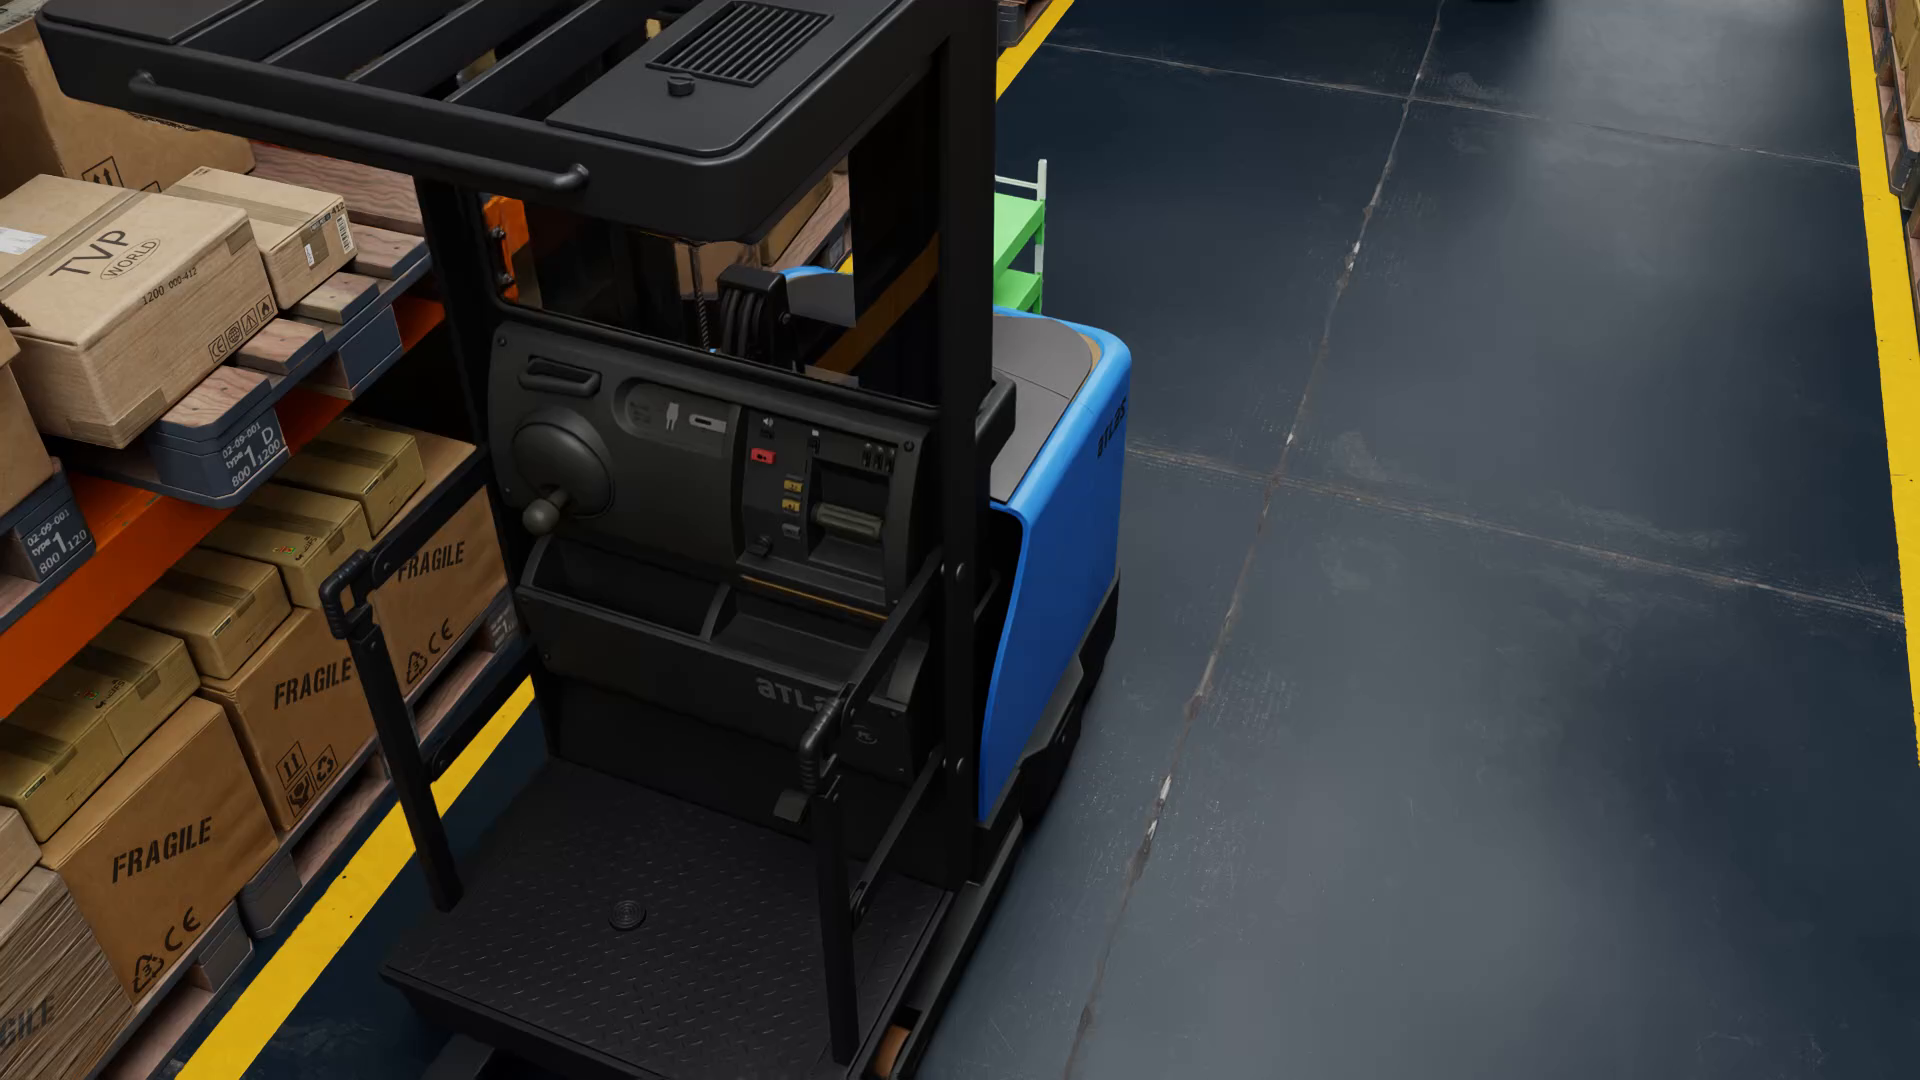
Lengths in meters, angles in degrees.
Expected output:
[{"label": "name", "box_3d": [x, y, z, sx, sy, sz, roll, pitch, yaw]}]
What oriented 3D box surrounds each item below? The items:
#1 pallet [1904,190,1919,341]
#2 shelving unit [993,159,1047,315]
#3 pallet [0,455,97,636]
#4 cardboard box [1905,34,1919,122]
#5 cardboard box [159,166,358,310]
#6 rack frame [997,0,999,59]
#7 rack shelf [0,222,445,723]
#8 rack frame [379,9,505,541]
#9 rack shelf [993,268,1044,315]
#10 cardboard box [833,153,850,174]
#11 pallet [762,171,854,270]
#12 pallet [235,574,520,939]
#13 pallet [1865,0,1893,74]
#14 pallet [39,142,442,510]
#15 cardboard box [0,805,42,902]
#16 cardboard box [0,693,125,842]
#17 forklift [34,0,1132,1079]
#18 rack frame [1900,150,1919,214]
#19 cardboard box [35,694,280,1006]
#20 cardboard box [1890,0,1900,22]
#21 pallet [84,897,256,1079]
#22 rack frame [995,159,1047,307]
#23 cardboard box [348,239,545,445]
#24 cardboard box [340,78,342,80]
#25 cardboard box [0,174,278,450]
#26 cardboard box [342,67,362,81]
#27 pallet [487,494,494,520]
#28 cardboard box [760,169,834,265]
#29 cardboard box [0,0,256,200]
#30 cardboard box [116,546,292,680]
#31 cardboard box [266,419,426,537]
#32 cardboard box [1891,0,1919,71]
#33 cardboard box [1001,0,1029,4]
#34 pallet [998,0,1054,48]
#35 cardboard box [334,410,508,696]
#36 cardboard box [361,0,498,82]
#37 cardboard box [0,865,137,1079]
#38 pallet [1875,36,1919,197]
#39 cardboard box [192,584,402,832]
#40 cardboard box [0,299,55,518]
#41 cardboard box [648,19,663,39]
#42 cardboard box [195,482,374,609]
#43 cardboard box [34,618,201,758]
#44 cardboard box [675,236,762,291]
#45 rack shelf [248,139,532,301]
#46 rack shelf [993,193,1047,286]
[{"label": "pallet", "box_3d": [4.092, -0.879, 6.117, 1.003, 0.211, 1.213, 13, 42, 15]}, {"label": "shelving unit", "box_3d": [0.035, -0.484, 4.893, 0.258, 1.200, 0.503, 15, 43, 17]}, {"label": "pallet", "box_3d": [-2.337, 0.186, 2.869, 1.003, 0.211, 1.213, 13, 42, 15]}, {"label": "cardboard box", "box_3d": [4.306, -1.949, 7.018, 0.500, 0.250, 0.500, 15, 43, 17]}, {"label": "cardboard box", "box_3d": [-1.541, -0.653, 3.574, 0.380, 0.149, 0.250, 14, 42, 16]}, {"label": "rack frame", "box_3d": [-0.309, -3.514, 7.058, 1.000, 3.000, 0.127, 13, 42, 15]}, {"label": "rack shelf", "box_3d": [-2.361, 0.419, 3.002, 1.077, 0.370, 4.000, 13, 42, 15]}, {"label": "rack frame", "box_3d": [-1.677, -1.074, 4.198, 1.000, 3.000, 0.127, 13, 42, 15]}, {"label": "rack shelf", "box_3d": [0.035, -0.618, 4.778, 0.258, 0.148, 0.480, 15, 43, 17]}, {"label": "cardboard box", "box_3d": [-0.749, -1.978, 6.764, 0.875, 0.625, 0.625, 13, 42, 15]}, {"label": "pallet", "box_3d": [-0.940, -1.249, 6.551, 1.003, 0.211, 1.213, 13, 42, 15]}, {"label": "pallet", "box_3d": [-1.968, 0.433, 4.579, 1.003, 0.211, 1.213, 13, 42, 15]}, {"label": "pallet", "box_3d": [4.969, -2.518, 8.039, 1.003, 0.211, 1.213, 13, 42, 15]}, {"label": "pallet", "box_3d": [-1.842, -0.572, 3.758, 1.213, 0.211, 1.003, 13, 42, 15]}, {"label": "cardboard box", "box_3d": [-2.087, 0.630, 3.303, 0.380, 0.149, 0.250, 11, 42, 13]}, {"label": "cardboard box", "box_3d": [-2.021, 0.455, 3.508, 0.380, 0.149, 0.250, 13, 42, 14]}, {"label": "forklift", "box_3d": [-0.589, -0.060, 3.062, 1.130, 2.935, 3.031, 15, 43, 17]}, {"label": "rack frame", "box_3d": [4.357, -2.415, 5.769, 1.000, 3.000, 0.127, 13, 42, 15]}, {"label": "cardboard box", "box_3d": [-1.977, 0.645, 3.785, 0.500, 0.500, 0.500, 15, 43, 17]}, {"label": "cardboard box", "box_3d": [4.657, -2.585, 7.764, 0.500, 0.250, 0.500, 14, 42, 16]}, {"label": "pallet", "box_3d": [-2.386, 1.175, 3.710, 1.003, 0.211, 1.213, 13, 42, 15]}, {"label": "rack frame", "box_3d": [0.130, -0.630, 5.064, 0.240, 1.200, 0.015, 15, 43, 17]}, {"label": "cardboard box", "box_3d": [-1.451, -0.708, 5.275, 0.875, 0.625, 0.625, 15, 43, 16]}, {"label": "cardboard box", "box_3d": [-1.763, -1.348, 4.635, 0.500, 0.250, 0.500, 12, 42, 14]}, {"label": "cardboard box", "box_3d": [-1.733, -0.462, 3.272, 0.500, 0.250, 0.500, 11, 42, 13]}, {"label": "cardboard box", "box_3d": [-1.295, -1.234, 4.501, 0.500, 0.250, 0.500, 13, 42, 15]}, {"label": "pallet", "box_3d": [-1.358, -0.507, 5.682, 1.003, 0.211, 1.213, 13, 42, 15]}, {"label": "cardboard box", "box_3d": [-1.004, -1.519, 6.226, 0.875, 0.625, 0.625, 12, 42, 13]}, {"label": "cardboard box", "box_3d": [-2.000, -0.993, 3.702, 0.500, 0.500, 0.500, 15, 43, 17]}, {"label": "cardboard box", "box_3d": [-1.803, 0.152, 3.864, 0.380, 0.149, 0.250, 12, 42, 14]}, {"label": "cardboard box", "box_3d": [-1.608, -0.173, 4.244, 0.380, 0.149, 0.250, 11, 42, 13]}, {"label": "cardboard box", "box_3d": [4.479, -2.276, 7.401, 0.500, 0.250, 0.500, 12, 42, 14]}, {"label": "cardboard box", "box_3d": [0.168, -2.849, 8.074, 0.500, 0.250, 0.500, 14, 42, 16]}, {"label": "pallet", "box_3d": [0.002, -2.929, 8.520, 1.003, 0.211, 1.213, 13, 42, 15]}, {"label": "cardboard box", "box_3d": [-1.619, 0.022, 4.515, 0.500, 0.500, 0.500, 14, 43, 16]}, {"label": "cardboard box", "box_3d": [-1.272, -1.418, 4.332, 0.500, 0.250, 0.500, 13, 42, 15]}, {"label": "cardboard box", "box_3d": [-2.137, 0.966, 3.409, 0.500, 0.500, 0.500, 12, 42, 14]}, {"label": "pallet", "box_3d": [4.553, -1.771, 7.164, 1.003, 0.211, 1.213, 13, 42, 15]}, {"label": "cardboard box", "box_3d": [-1.800, 0.325, 4.160, 0.500, 0.500, 0.500, 13, 42, 14]}, {"label": "cardboard box", "box_3d": [-2.061, -0.237, 2.813, 0.797, 0.503, 0.637, 12, 42, 14]}, {"label": "cardboard box", "box_3d": [-1.119, -1.539, 4.859, 0.500, 0.250, 0.500, 12, 42, 14]}, {"label": "cardboard box", "box_3d": [-1.672, 0.001, 4.041, 0.380, 0.149, 0.250, 11, 42, 13]}, {"label": "cardboard box", "box_3d": [-1.936, 0.303, 3.687, 0.380, 0.149, 0.250, 14, 43, 16]}, {"label": "cardboard box", "box_3d": [-1.234, -1.108, 5.744, 0.875, 0.625, 0.625, 15, 43, 16]}, {"label": "rack shelf", "box_3d": [-0.993, -2.021, 5.862, 1.077, 0.370, 4.000, 13, 42, 15]}, {"label": "rack shelf", "box_3d": [0.035, -0.800, 4.623, 0.258, 0.148, 0.480, 15, 43, 17]}]
